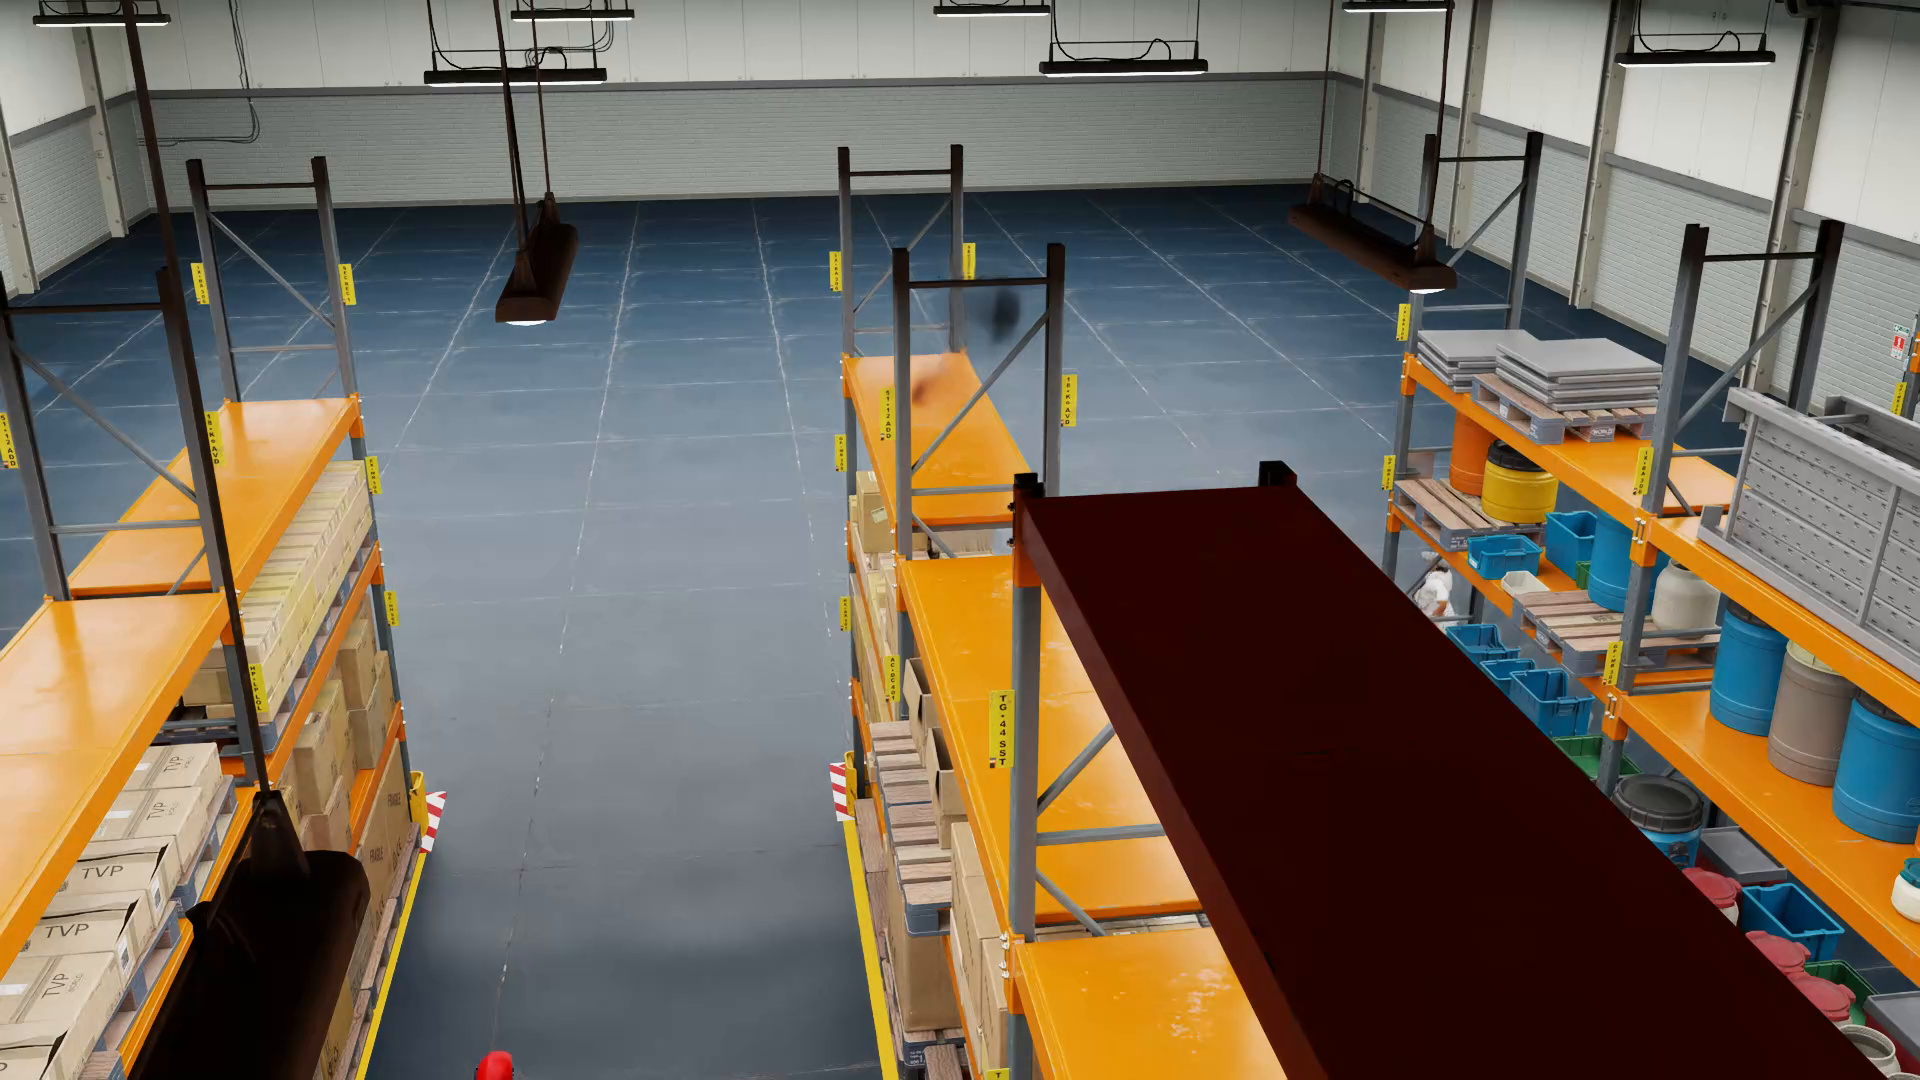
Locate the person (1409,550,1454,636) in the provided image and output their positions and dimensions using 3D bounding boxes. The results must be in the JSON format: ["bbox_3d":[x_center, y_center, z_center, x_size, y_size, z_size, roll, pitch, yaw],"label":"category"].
[{"bbox_3d":[4.879,0.897,17.163,0.641,1.708,0.630,16,26,34],"label":"person"}]

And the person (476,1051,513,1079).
[{"bbox_3d":[-2.643,3.810,9.622,0.644,1.719,0.921,-3,22,-7],"label":"person"}]
